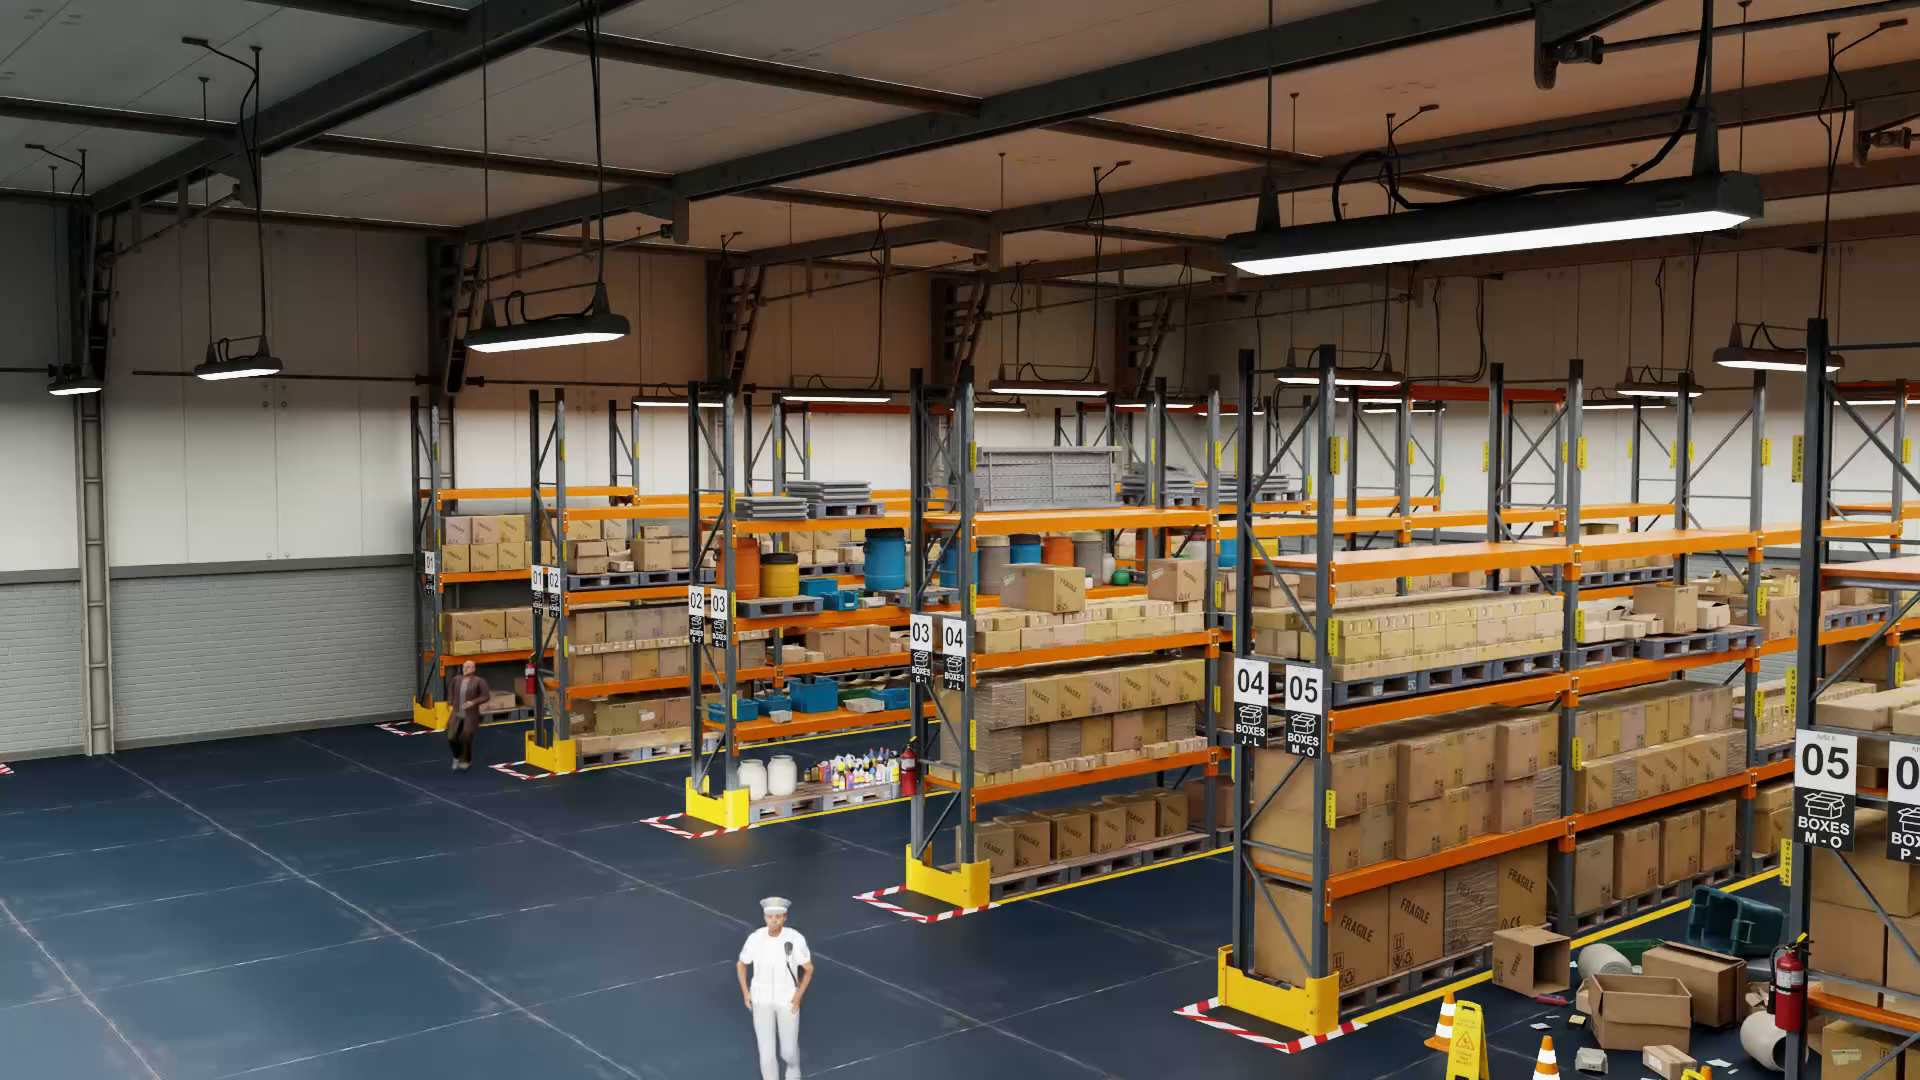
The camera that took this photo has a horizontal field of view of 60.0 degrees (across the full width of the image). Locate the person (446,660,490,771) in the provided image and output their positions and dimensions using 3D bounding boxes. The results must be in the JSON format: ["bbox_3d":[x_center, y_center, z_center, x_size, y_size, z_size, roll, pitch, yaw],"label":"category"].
[{"bbox_3d":[-7.733,2.756,26.066,0.738,1.750,0.611,0,3,6],"label":"person"}]

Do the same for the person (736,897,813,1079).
[{"bbox_3d":[-1.441,3.568,12.928,0.600,1.670,0.628,0,3,0],"label":"person"}]
